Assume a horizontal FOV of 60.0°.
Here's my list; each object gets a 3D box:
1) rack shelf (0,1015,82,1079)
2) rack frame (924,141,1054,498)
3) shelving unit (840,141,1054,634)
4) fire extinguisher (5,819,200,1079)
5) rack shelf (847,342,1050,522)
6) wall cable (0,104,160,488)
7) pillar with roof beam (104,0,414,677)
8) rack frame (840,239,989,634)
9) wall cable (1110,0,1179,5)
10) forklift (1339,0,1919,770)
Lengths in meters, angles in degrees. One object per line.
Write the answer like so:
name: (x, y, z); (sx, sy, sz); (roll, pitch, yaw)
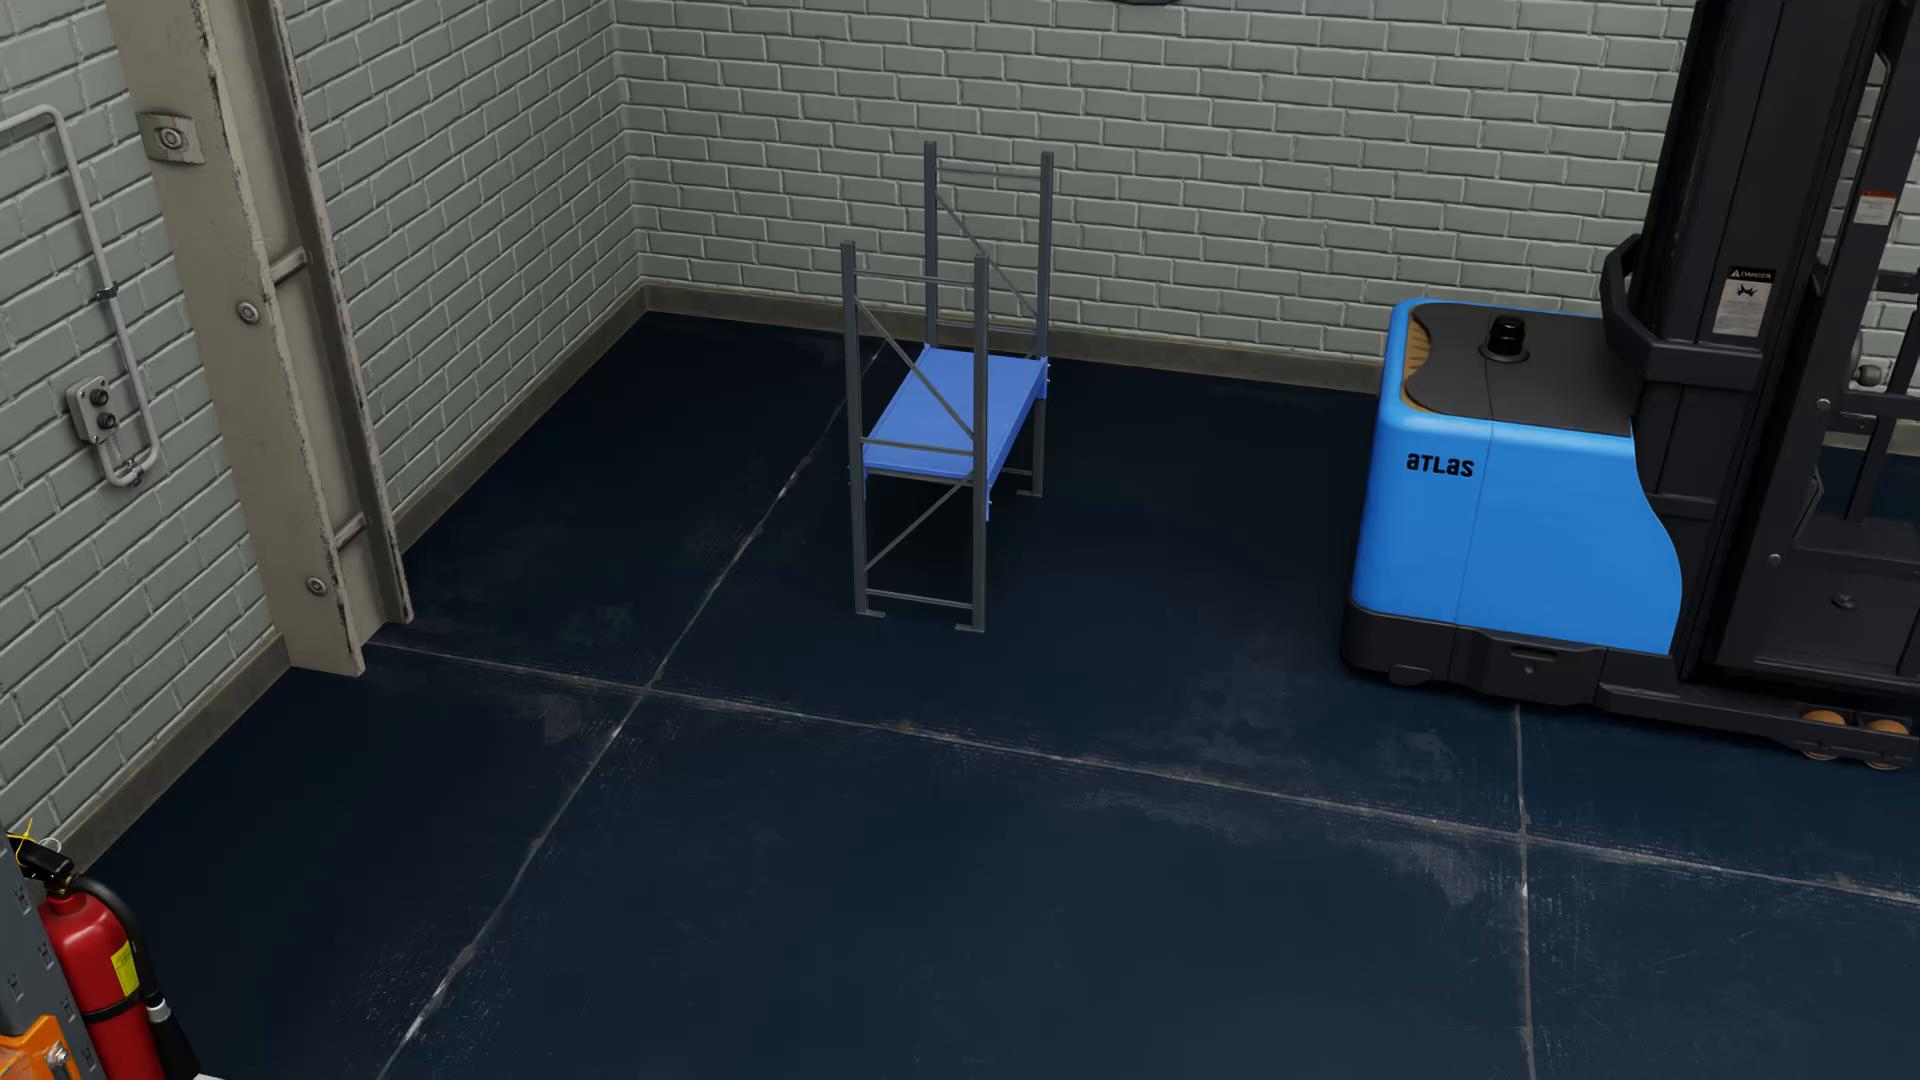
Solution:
rack shelf: (-2.618, 1.963, 1.536); (1.077, 0.370, 4.000); (8, 33, 12)
rack frame: (0.107, -0.852, 6.693); (0.500, 1.500, 0.032); (8, 33, 12)
shelving unit: (-0.022, -0.589, 6.278); (0.538, 1.500, 1.048); (8, 33, 12)
fire extinguisher: (-1.626, 0.796, 3.121); (0.296, 0.674, 0.183); (8, 33, 12)
rack shelf: (-0.022, -0.437, 6.375); (0.538, 0.185, 1.000); (8, 33, 12)
wall cable: (-2.701, -0.600, 3.951); (0.084, 1.984, 1.851); (8, 33, 12)
pillar with roof beam: (1.902, -2.843, 2.834); (9.100, 9.000, 0.400); (8, 33, 12)
rack frame: (-0.151, -0.325, 5.863); (0.500, 1.500, 0.032); (8, 33, 12)
wall cable: (-0.330, -3.486, 6.740); (3.097, 2.526, 0.112); (8, 33, 12)
forklift: (2.940, -0.788, 5.257); (3.031, 2.935, 1.130); (8, 33, 13)
